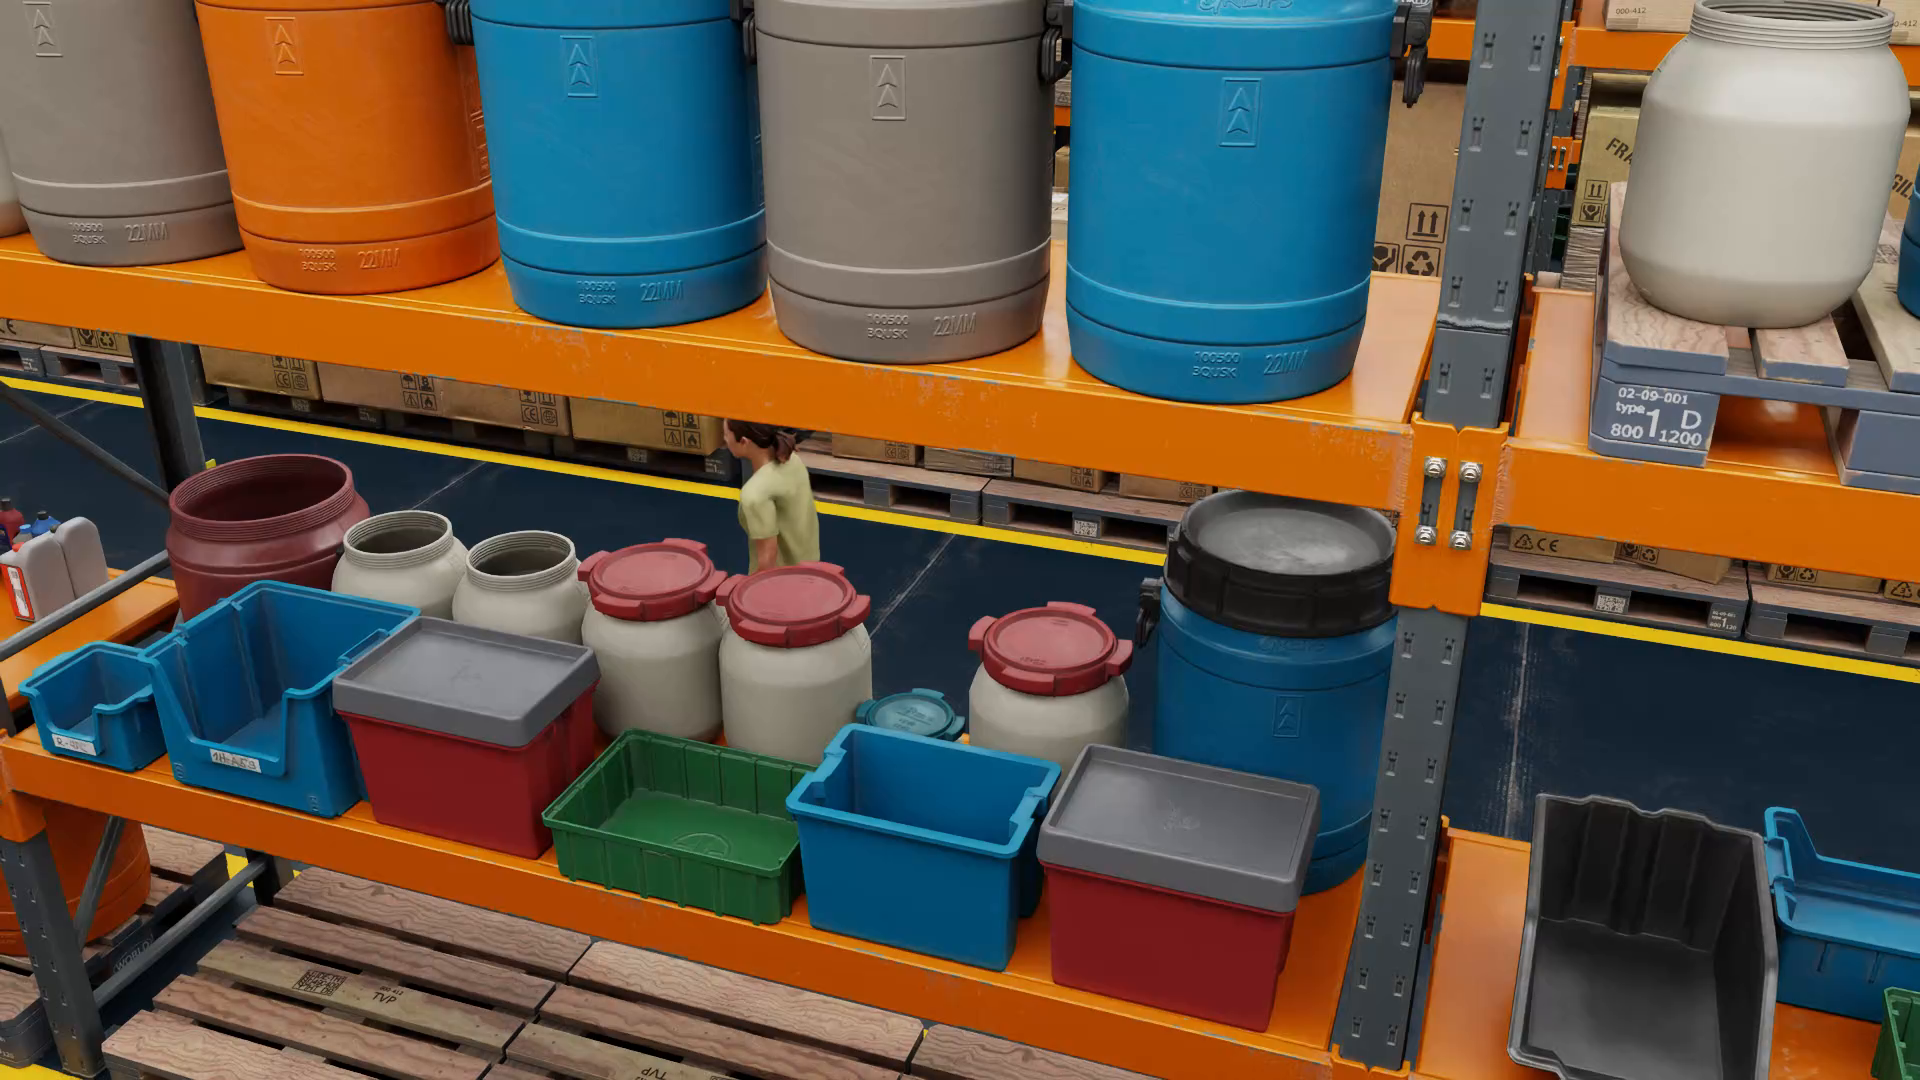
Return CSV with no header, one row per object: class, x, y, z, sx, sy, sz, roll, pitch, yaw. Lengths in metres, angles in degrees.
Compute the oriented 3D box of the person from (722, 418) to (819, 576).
person,-0.753,0.205,6.690,0.363,1.671,0.511,7,27,15
